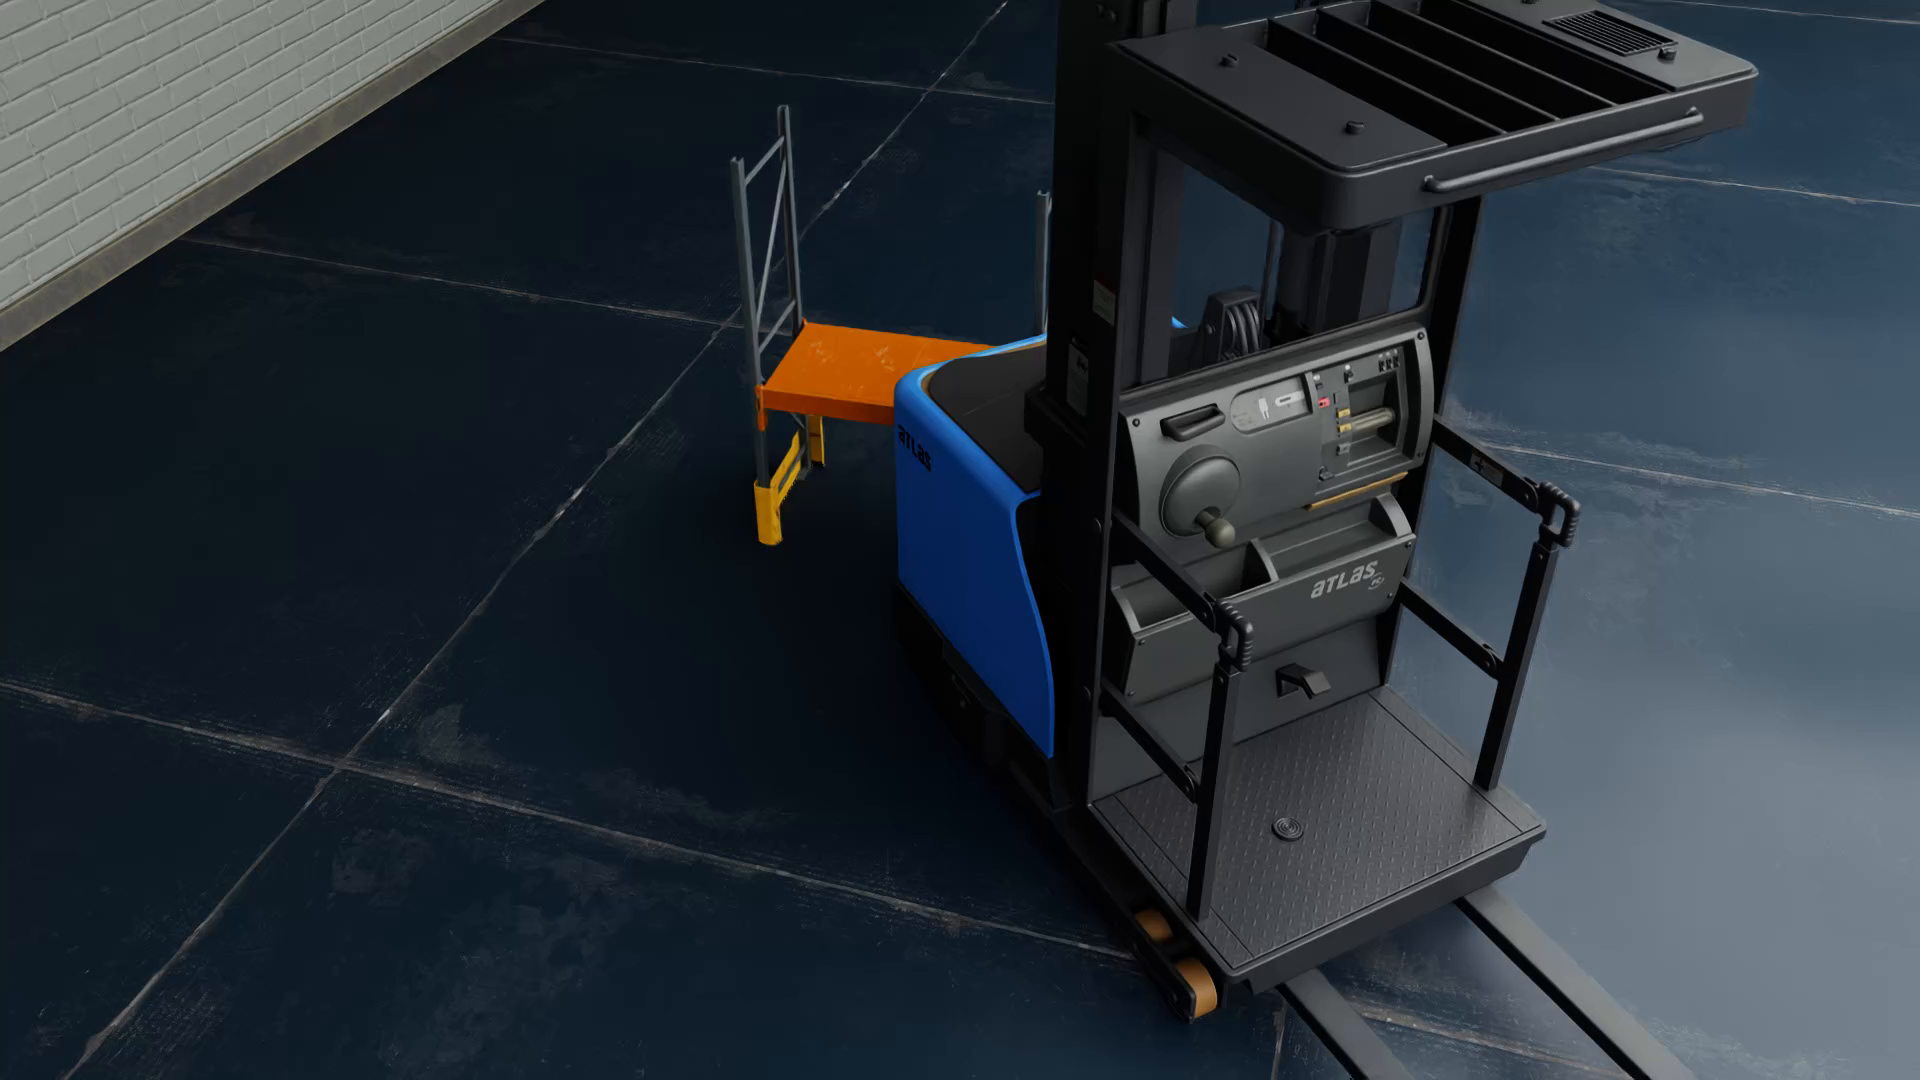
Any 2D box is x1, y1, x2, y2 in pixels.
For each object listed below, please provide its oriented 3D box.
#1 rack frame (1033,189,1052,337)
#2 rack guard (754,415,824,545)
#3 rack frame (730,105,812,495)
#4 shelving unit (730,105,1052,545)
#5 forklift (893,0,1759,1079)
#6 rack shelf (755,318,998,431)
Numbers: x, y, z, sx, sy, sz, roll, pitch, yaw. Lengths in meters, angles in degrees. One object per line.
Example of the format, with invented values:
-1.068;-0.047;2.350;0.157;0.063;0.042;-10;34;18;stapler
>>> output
0.316;-0.614;5.818;0.032;1.500;0.500;9;37;11;rack frame
-0.651;-0.256;6.387;0.087;0.250;0.587;9;37;11;rack guard
-0.670;-0.762;6.020;0.032;1.500;0.500;9;37;11;rack frame
-0.168;-0.686;5.917;1.083;1.500;0.587;9;37;11;shelving unit
0.924;-0.198;4.047;1.130;2.935;3.031;-18;40;-23;forklift
-0.177;-0.543;6.026;1.000;0.185;0.538;9;37;11;rack shelf
